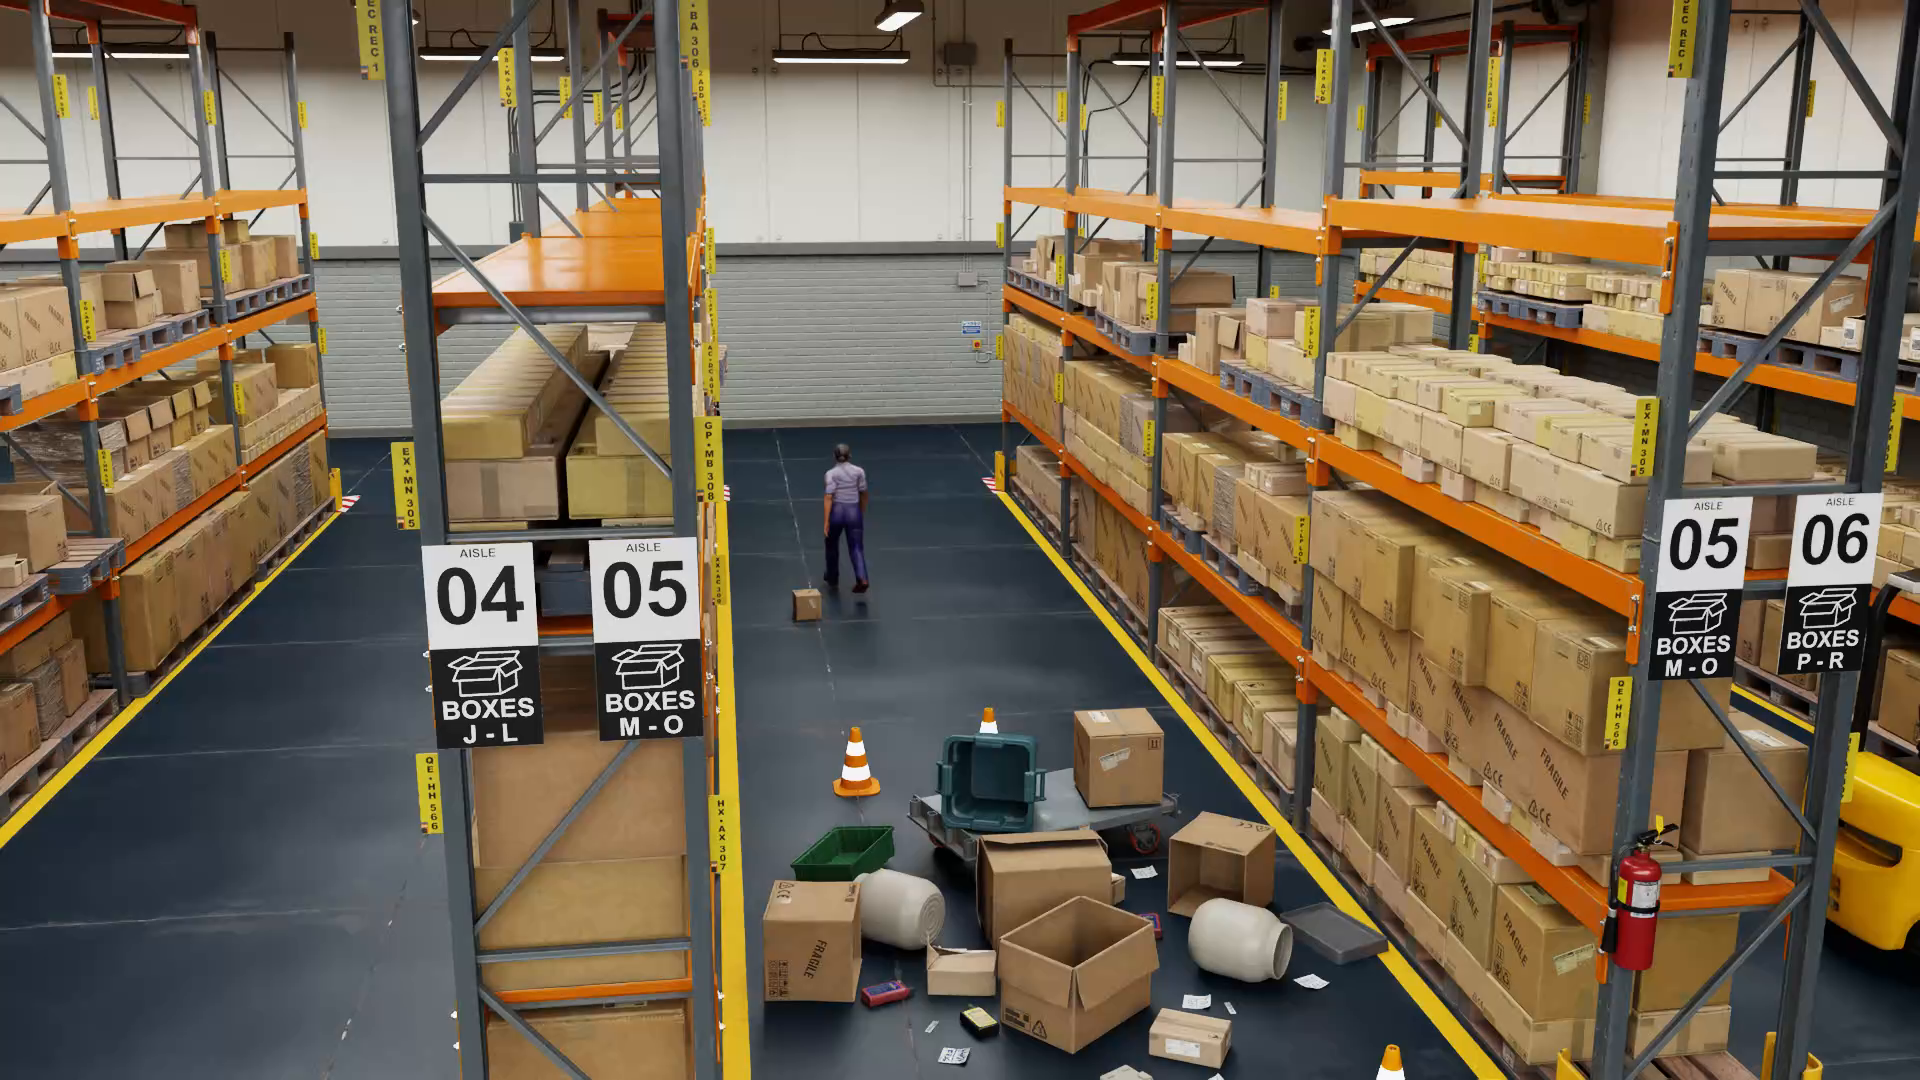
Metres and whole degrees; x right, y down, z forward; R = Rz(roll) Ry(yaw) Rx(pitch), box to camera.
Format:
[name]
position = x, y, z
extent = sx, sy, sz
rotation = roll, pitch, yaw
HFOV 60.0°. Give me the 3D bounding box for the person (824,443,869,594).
[person]
position = -1.206, -0.232, 17.565
extent = 0.517, 1.585, 1.048
rotation = -3, 14, -13
